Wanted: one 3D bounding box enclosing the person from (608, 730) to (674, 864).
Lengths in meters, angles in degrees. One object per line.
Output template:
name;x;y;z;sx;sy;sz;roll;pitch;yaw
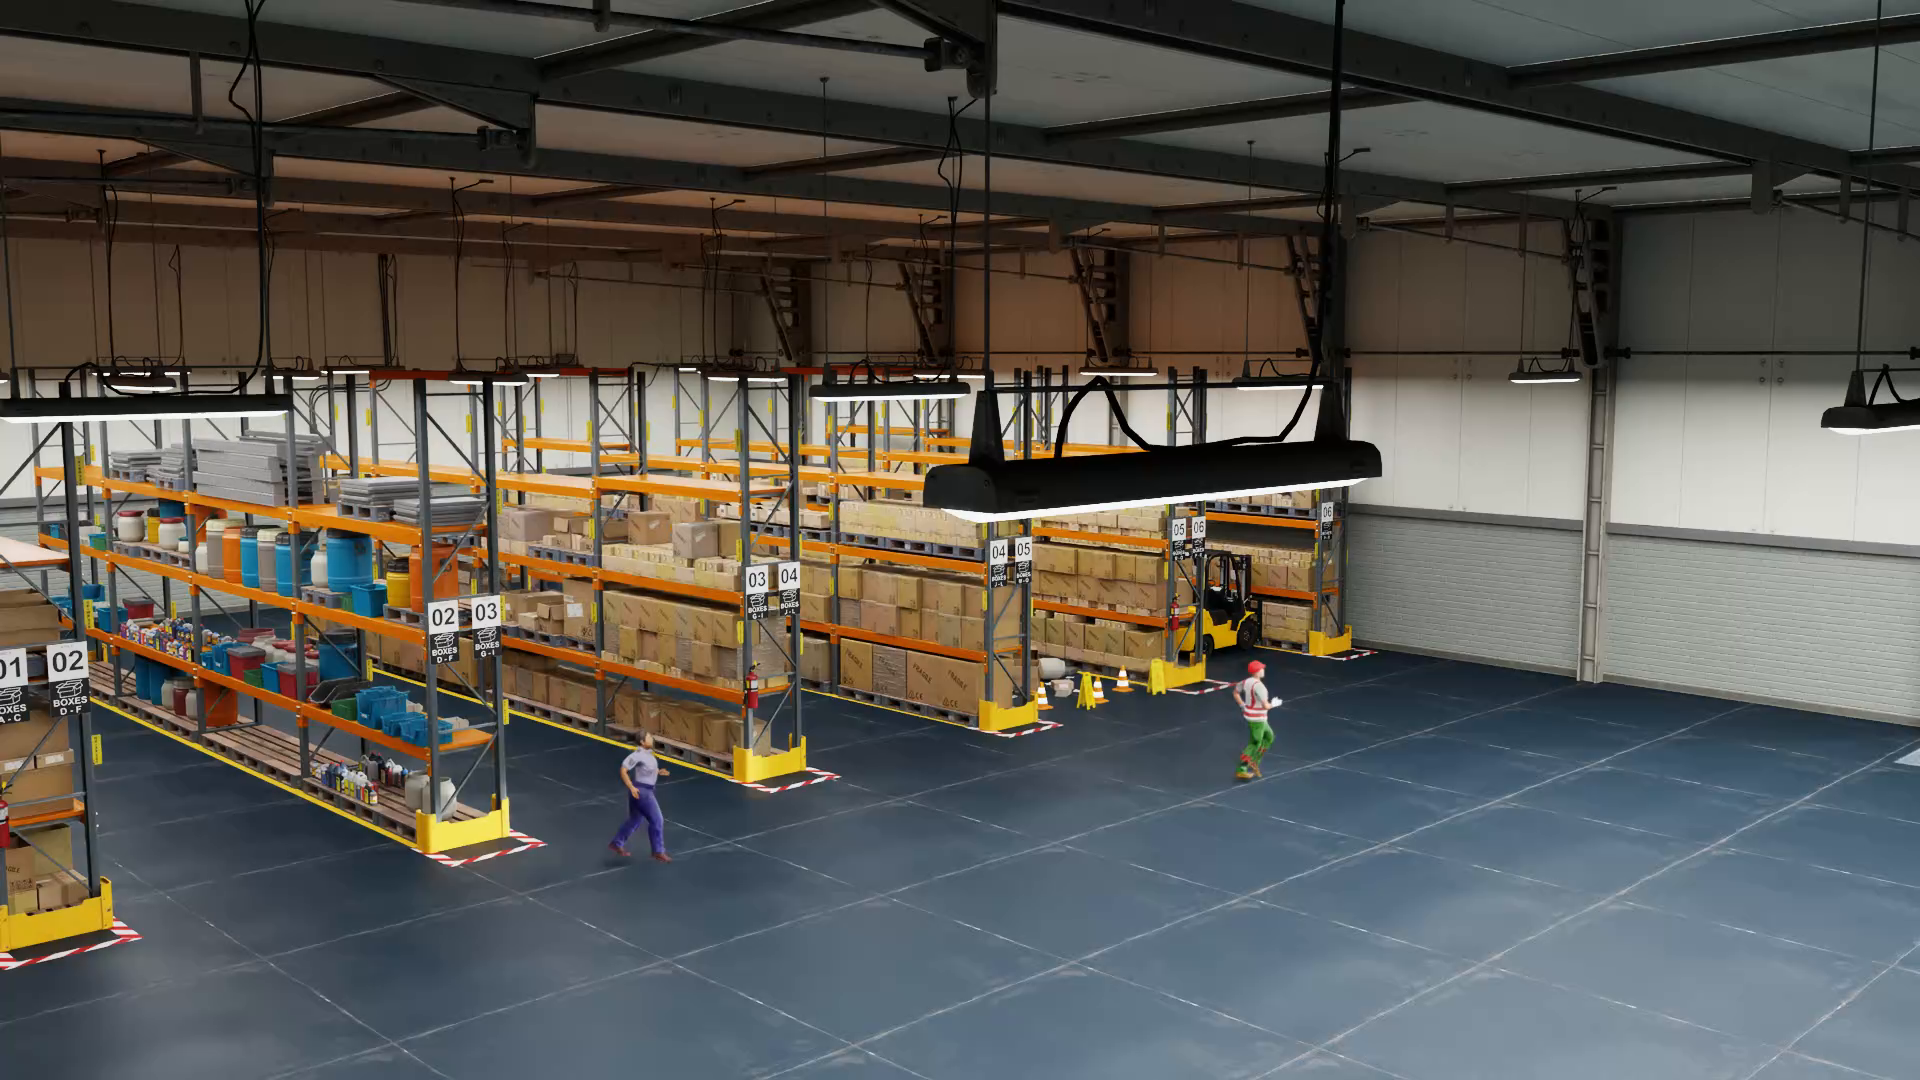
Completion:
person;-3.987;3.197;20.698;0.814;1.678;0.597;-1;7;-8

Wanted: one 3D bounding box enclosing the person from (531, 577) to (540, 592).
person;-10.525;0.890;41.119;0.543;1.635;0.582;-5;8;-40

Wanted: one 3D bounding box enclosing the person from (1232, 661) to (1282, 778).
person;4.413;2.666;24.636;0.708;1.791;0.639;-1;6;-7
